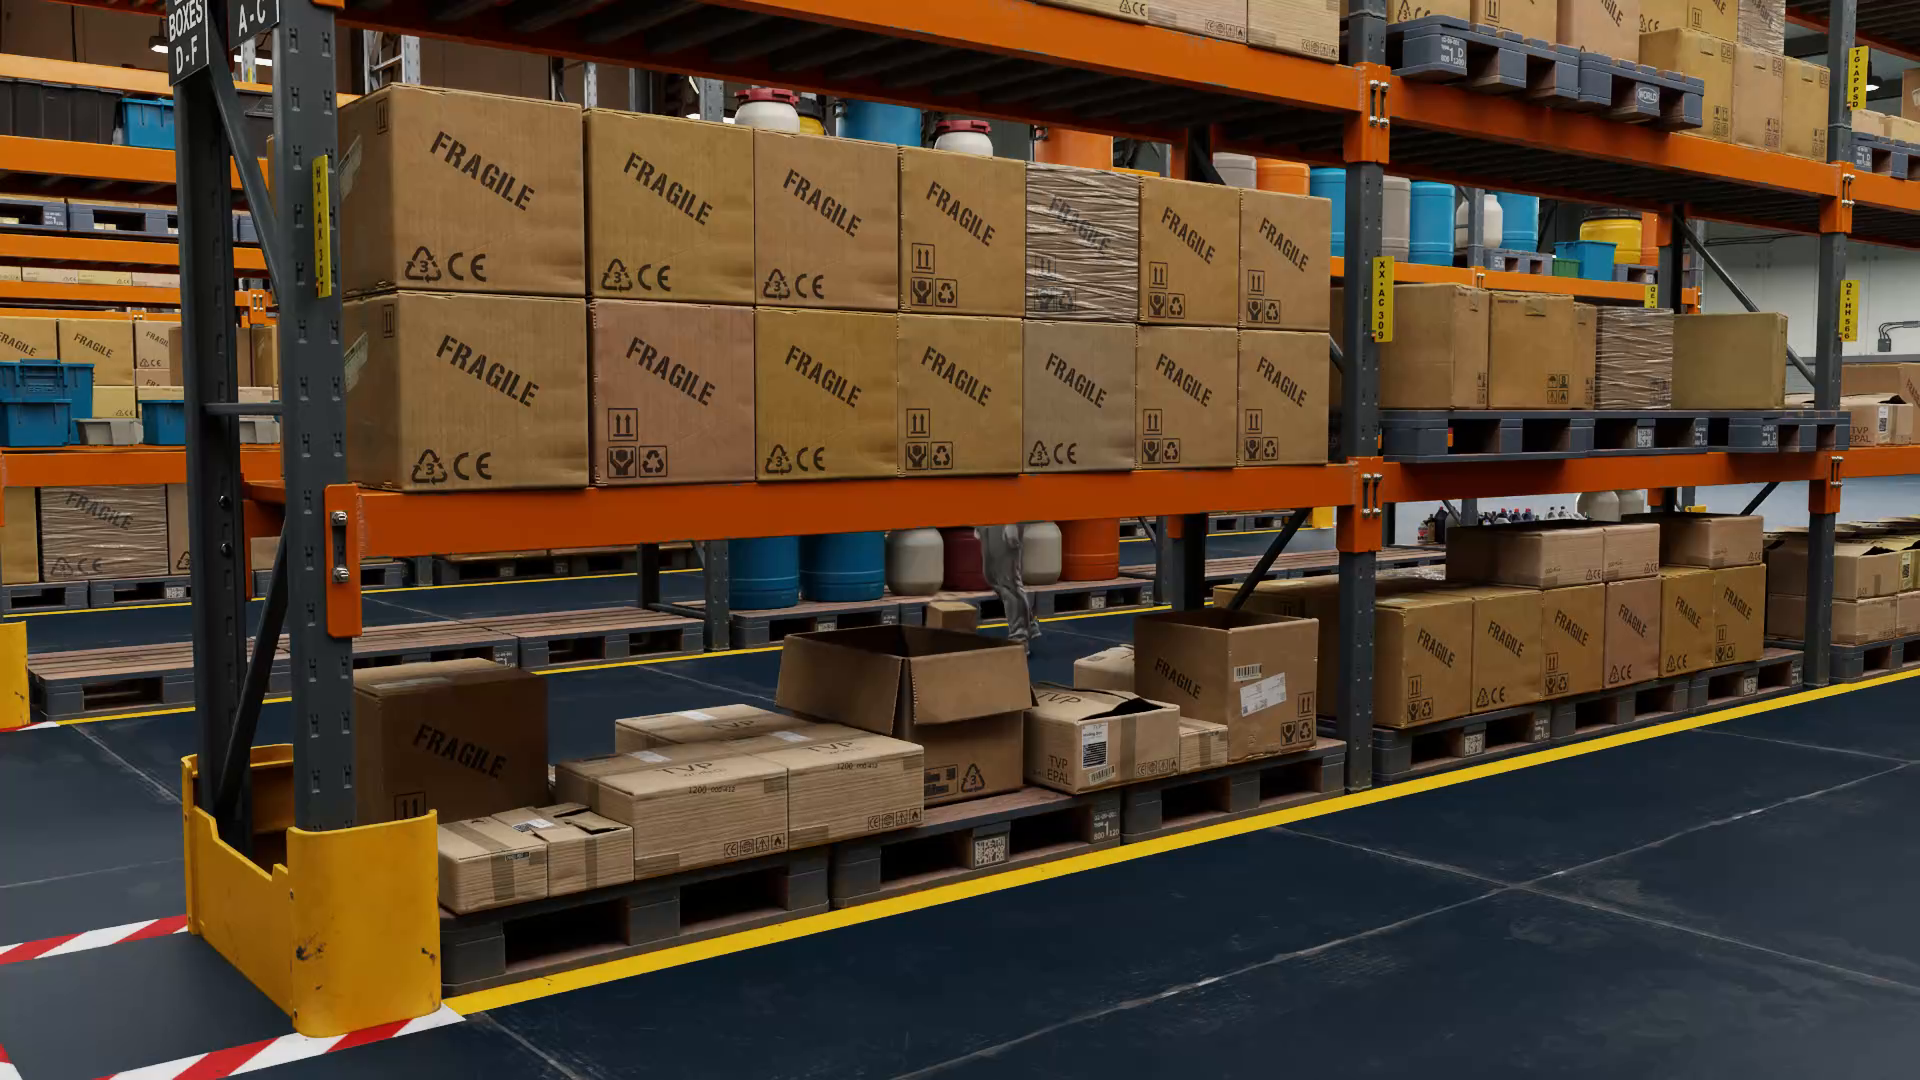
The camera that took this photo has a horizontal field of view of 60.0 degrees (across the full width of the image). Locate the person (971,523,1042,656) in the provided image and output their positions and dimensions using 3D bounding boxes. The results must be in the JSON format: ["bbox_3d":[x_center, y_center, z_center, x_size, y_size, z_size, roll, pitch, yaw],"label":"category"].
[{"bbox_3d":[0.295,-0.122,10.080,0.435,1.661,0.645,0,4,-4],"label":"person"}]
